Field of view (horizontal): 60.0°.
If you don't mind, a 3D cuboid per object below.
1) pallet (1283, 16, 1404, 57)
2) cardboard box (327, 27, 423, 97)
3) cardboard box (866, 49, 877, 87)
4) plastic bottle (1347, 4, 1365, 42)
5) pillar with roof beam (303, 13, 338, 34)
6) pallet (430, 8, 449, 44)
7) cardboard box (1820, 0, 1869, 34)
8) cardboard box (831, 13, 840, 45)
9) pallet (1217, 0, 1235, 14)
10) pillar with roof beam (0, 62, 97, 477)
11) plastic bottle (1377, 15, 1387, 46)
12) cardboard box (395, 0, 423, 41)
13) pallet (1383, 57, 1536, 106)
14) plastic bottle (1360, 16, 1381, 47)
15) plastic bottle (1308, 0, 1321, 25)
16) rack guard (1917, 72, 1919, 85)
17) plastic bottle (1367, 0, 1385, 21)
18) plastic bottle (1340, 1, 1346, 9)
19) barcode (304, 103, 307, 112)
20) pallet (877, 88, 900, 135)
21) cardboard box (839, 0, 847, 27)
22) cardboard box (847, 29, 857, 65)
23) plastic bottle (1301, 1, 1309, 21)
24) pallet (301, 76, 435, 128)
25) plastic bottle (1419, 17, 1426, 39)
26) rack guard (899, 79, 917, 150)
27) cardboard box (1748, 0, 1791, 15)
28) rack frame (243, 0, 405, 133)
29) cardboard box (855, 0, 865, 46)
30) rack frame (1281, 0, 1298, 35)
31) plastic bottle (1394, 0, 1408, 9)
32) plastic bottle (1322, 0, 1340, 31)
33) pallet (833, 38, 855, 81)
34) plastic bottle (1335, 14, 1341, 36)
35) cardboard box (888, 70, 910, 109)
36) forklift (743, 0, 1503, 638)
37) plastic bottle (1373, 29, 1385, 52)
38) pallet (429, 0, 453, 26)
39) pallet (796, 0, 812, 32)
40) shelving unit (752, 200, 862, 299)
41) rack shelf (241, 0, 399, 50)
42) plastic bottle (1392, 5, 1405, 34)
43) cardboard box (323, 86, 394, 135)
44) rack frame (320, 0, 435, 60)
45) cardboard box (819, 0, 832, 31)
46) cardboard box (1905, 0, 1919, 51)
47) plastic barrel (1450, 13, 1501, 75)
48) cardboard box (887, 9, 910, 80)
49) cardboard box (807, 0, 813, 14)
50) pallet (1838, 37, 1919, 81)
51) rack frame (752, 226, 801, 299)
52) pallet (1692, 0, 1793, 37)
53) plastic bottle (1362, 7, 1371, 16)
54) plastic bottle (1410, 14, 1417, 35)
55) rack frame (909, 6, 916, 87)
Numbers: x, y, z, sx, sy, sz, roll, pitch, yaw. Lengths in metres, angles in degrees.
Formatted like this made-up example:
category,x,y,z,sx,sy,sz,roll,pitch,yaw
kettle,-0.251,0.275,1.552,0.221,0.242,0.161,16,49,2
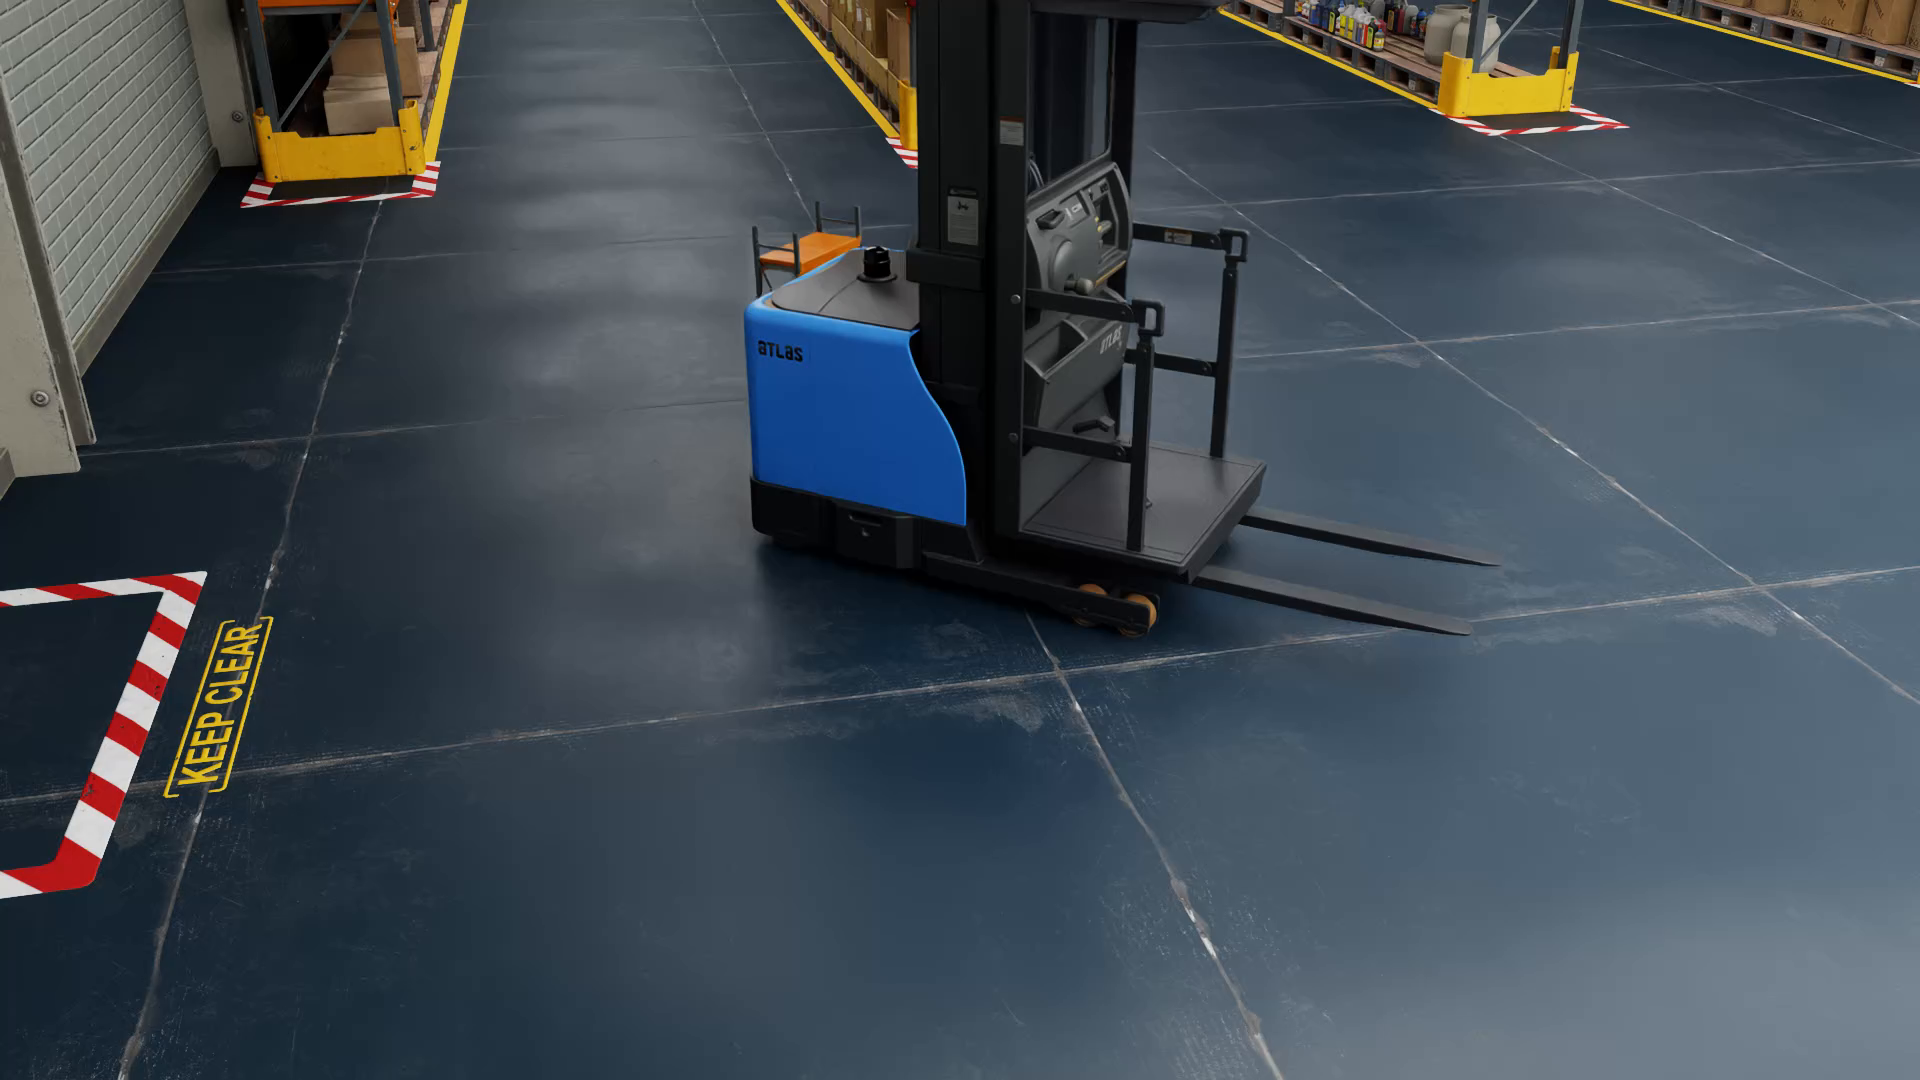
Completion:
category,x,y,z,sx,sy,sz,roll,pitch,yaw
pallet,4.128,-5.367,17.649,1.003,0.211,1.213,-6,27,-12
cardboard box,-5.046,-4.120,14.369,0.700,0.500,0.500,-8,28,-15
cardboard box,-0.555,-4.257,14.940,0.500,0.250,0.500,-6,27,-12
plastic bottle,3.976,-5.177,16.630,0.144,0.351,0.185,-5,27,-9
pillar with roof beam,-2.891,-10.118,17.309,9.100,9.000,0.400,-6,27,-12
pallet,-6.090,-5.539,17.989,1.003,0.211,1.213,-6,27,-12
cardboard box,9.330,-5.541,17.207,0.500,0.500,0.500,-3,27,-7
cardboard box,-1.000,-5.135,16.681,0.500,0.250,0.500,-6,27,-12
pallet,3.525,-6.544,19.980,1.003,0.211,1.213,-6,27,-12
pillar with roof beam,-0.187,-4.850,6.872,9.100,9.000,0.400,-6,27,-12
plastic bottle,4.152,-5.025,16.403,0.061,0.283,0.133,-6,27,-12
cardboard box,-5.817,-5.307,16.721,0.700,0.500,0.500,-5,27,-10
pallet,4.678,-4.296,15.527,1.003,0.211,1.213,-6,27,-12
plastic bottle,4.048,-5.011,16.383,0.152,0.276,0.135,-6,27,-11
plastic bottle,3.762,-5.568,17.487,0.152,0.276,0.135,-5,27,-10
rack guard,9.728,-4.576,15.760,1.175,0.500,0.348,-6,27,-12
plastic bottle,4.348,-5.528,17.407,0.152,0.276,0.135,-6,27,-12
plastic bottle,3.946,-5.442,17.242,0.097,0.271,0.097,0,27,0
barcode,-5.195,-3.429,13.201,0.001,0.075,0.075,-6,27,-12
pallet,-0.121,-3.740,14.426,1.003,0.211,1.213,-6,27,-12
cardboard box,-0.889,-5.250,16.077,0.500,0.500,0.500,-6,27,-12
cardboard box,-0.785,-4.695,15.809,0.500,0.250,0.500,-6,27,-12
plastic bottle,3.685,-5.629,17.691,0.097,0.201,0.097,0,27,0
pallet,-5.170,-3.832,14.609,1.003,0.211,1.213,-6,27,-12
plastic bottle,4.692,-5.168,16.777,0.097,0.201,0.097,0,27,0
rack guard,0.098,-3.527,13.684,1.175,0.500,0.348,-6,27,-12
cardboard box,9.031,-6.055,18.226,0.500,0.500,0.500,2,27,5
rack frame,-4.733,-4.149,12.141,1.000,3.000,0.127,-6,27,-12
cardboard box,-0.669,-4.811,15.206,0.500,0.500,0.500,-6,27,-12
rack frame,4.018,-6.911,17.614,1.000,3.000,0.127,-6,27,-12
plastic bottle,4.560,-5.445,17.161,0.144,0.351,0.185,-6,27,-12
plastic bottle,3.838,-5.446,17.162,0.144,0.351,0.185,-7,28,-14
pallet,-0.671,-4.812,16.548,1.003,0.211,1.213,-6,27,-12
plastic bottle,3.879,-5.252,16.944,0.097,0.201,0.097,0,27,0
cardboard box,-0.316,-3.819,14.073,0.500,0.250,0.500,-6,27,-12
forklift,0.652,-1.202,6.378,3.031,2.935,1.130,13,29,23
plastic bottle,4.078,-4.864,16.175,0.097,0.201,0.097,0,27,0
pallet,-6.361,-6.073,19.048,1.003,0.211,1.213,-6,27,-12
pallet,-1.292,-6.021,18.945,1.003,0.211,1.213,-6,27,-12
shelving unit,-0.674,-0.912,7.718,0.258,1.200,0.503,13,30,27
rack shelf,-5.184,-4.706,14.043,1.077,0.370,4.000,-6,27,-12
plastic bottle,4.489,-5.333,17.012,0.061,0.283,0.133,-6,27,-12
cardboard box,-4.801,-3.458,13.268,0.500,0.311,0.500,-9,28,-17
rack frame,-5.634,-5.905,15.620,1.000,3.000,0.127,-6,27,-12
cardboard box,-1.185,-5.522,17.448,0.500,0.250,0.500,-6,27,-12
cardboard box,9.620,-5.005,16.146,0.500,0.500,0.500,-1,27,-2
plastic barrel,4.696,-4.513,15.158,0.421,0.512,0.421,0,27,0
cardboard box,-0.318,-4.154,13.904,0.500,0.500,0.500,-6,27,-12
cardboard box,-1.413,-5.969,18.333,0.500,0.250,0.500,-5,27,-10
pallet,9.579,-4.807,16.539,1.003,0.211,1.213,-6,27,-12
rack frame,-0.797,-0.817,7.530,0.240,1.200,0.015,13,30,27
pallet,9.029,-5.878,18.661,1.003,0.211,1.213,-6,27,-12
plastic bottle,4.072,-5.252,16.860,0.152,0.276,0.135,-6,27,-12
plastic bottle,4.646,-5.258,16.956,0.097,0.201,0.097,0,27,0
rack frame,0.092,-4.654,13.141,1.000,3.000,0.127,-6,27,-12
